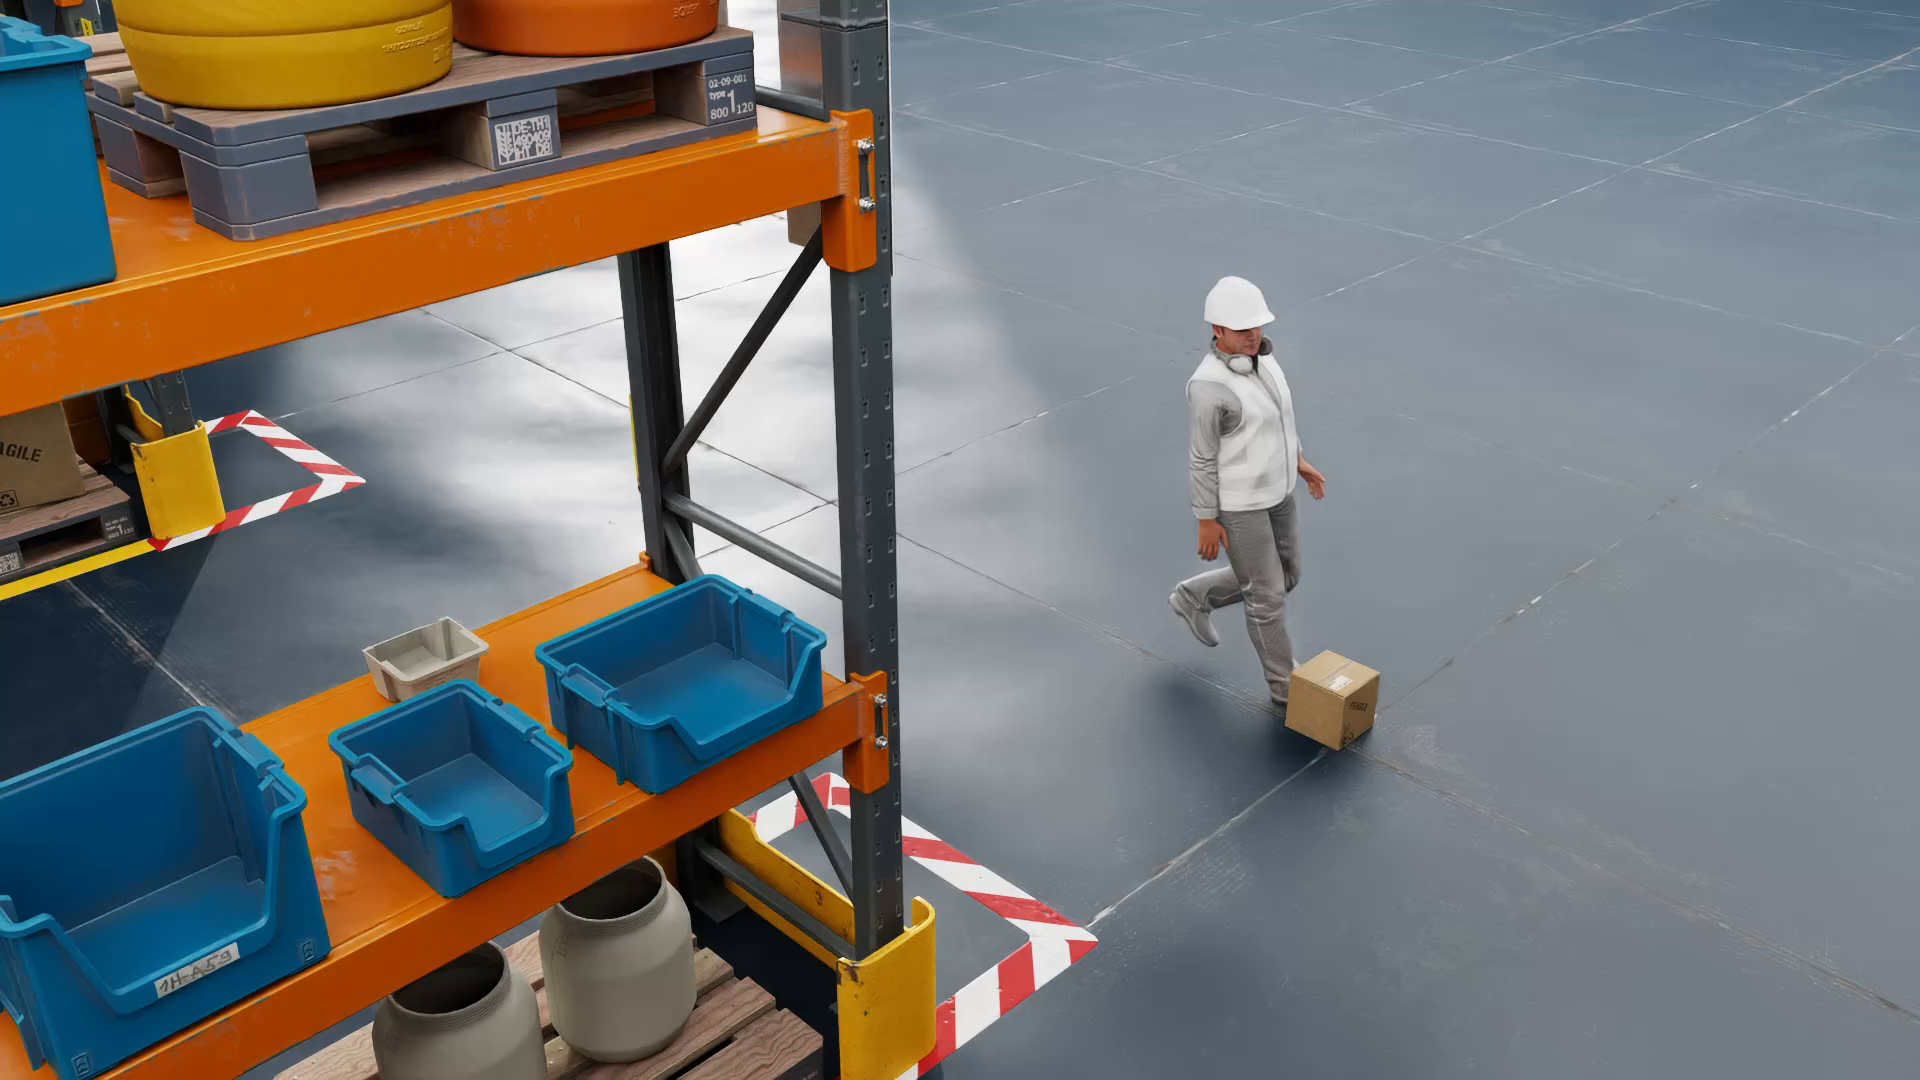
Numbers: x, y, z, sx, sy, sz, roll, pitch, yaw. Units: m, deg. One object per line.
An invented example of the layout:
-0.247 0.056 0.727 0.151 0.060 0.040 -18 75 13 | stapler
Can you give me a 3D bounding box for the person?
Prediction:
1.187 -0.173 6.451 0.809 1.739 0.604 17 32 29 | person
